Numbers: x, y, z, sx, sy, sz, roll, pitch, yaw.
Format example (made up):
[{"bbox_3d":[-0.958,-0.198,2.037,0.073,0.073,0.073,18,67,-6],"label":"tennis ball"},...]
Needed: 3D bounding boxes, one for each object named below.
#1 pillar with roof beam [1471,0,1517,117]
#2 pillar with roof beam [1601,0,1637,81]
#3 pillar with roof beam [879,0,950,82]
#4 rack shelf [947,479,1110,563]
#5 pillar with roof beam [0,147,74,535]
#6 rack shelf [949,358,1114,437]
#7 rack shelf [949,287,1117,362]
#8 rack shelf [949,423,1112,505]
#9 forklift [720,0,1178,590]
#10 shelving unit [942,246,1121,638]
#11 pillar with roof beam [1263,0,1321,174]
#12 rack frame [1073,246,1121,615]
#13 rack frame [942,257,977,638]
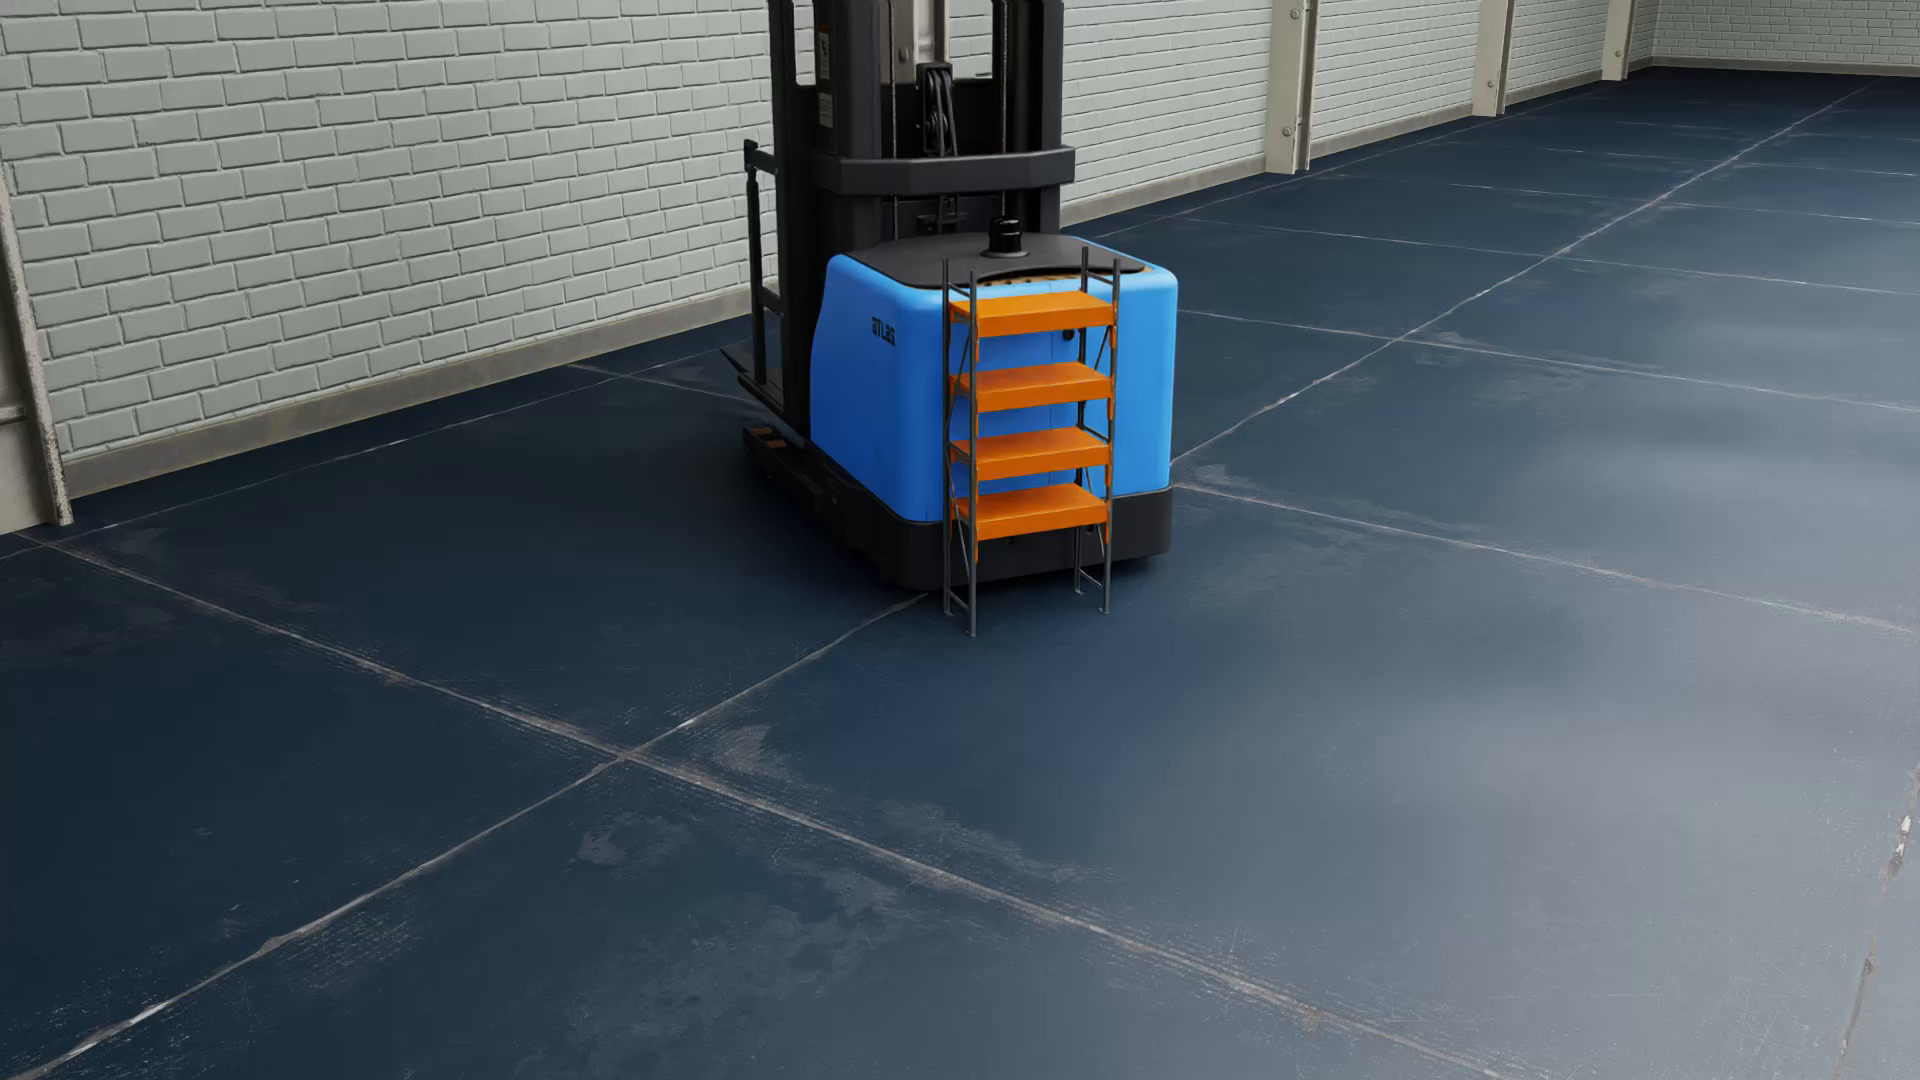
[{"bbox_3d":[10.004,-8.589,16.513,9.100,9.000,0.400,13,24,32],"label":"pillar with roof beam"},{"bbox_3d":[13.377,-10.310,21.167,9.100,9.000,0.400,13,24,32],"label":"pillar with roof beam"},{"bbox_3d":[3.258,-5.146,7.205,9.100,9.000,0.400,13,24,32],"label":"pillar with roof beam"},{"bbox_3d":[0.222,-0.067,5.482,0.480,0.148,0.258,-8,22,-21],"label":"rack shelf"},{"bbox_3d":[-0.114,-3.424,2.551,9.100,9.000,0.400,13,24,32],"label":"pillar with roof beam"},{"bbox_3d":[0.222,-0.463,5.335,0.480,0.148,0.258,-8,22,-21],"label":"rack shelf"},{"bbox_3d":[0.222,-0.684,5.253,0.480,0.148,0.258,-8,22,-21],"label":"rack shelf"},{"bbox_3d":[0.222,-0.253,5.413,0.480,0.148,0.258,-8,22,-21],"label":"rack shelf"},{"bbox_3d":[-0.280,-1.680,6.583,1.130,2.935,3.031,-8,22,-21],"label":"forklift"},{"bbox_3d":[0.222,-0.316,5.389,0.503,1.200,0.258,-8,22,-21],"label":"shelving unit"},{"bbox_3d":[6.631,-6.867,11.859,9.100,9.000,0.400,13,24,32],"label":"pillar with roof beam"},{"bbox_3d":[0.447,-0.349,5.478,0.015,1.200,0.240,-8,22,-21],"label":"rack frame"},{"bbox_3d":[-0.003,-0.283,5.300,0.015,1.200,0.240,-8,22,-21],"label":"rack frame"}]
